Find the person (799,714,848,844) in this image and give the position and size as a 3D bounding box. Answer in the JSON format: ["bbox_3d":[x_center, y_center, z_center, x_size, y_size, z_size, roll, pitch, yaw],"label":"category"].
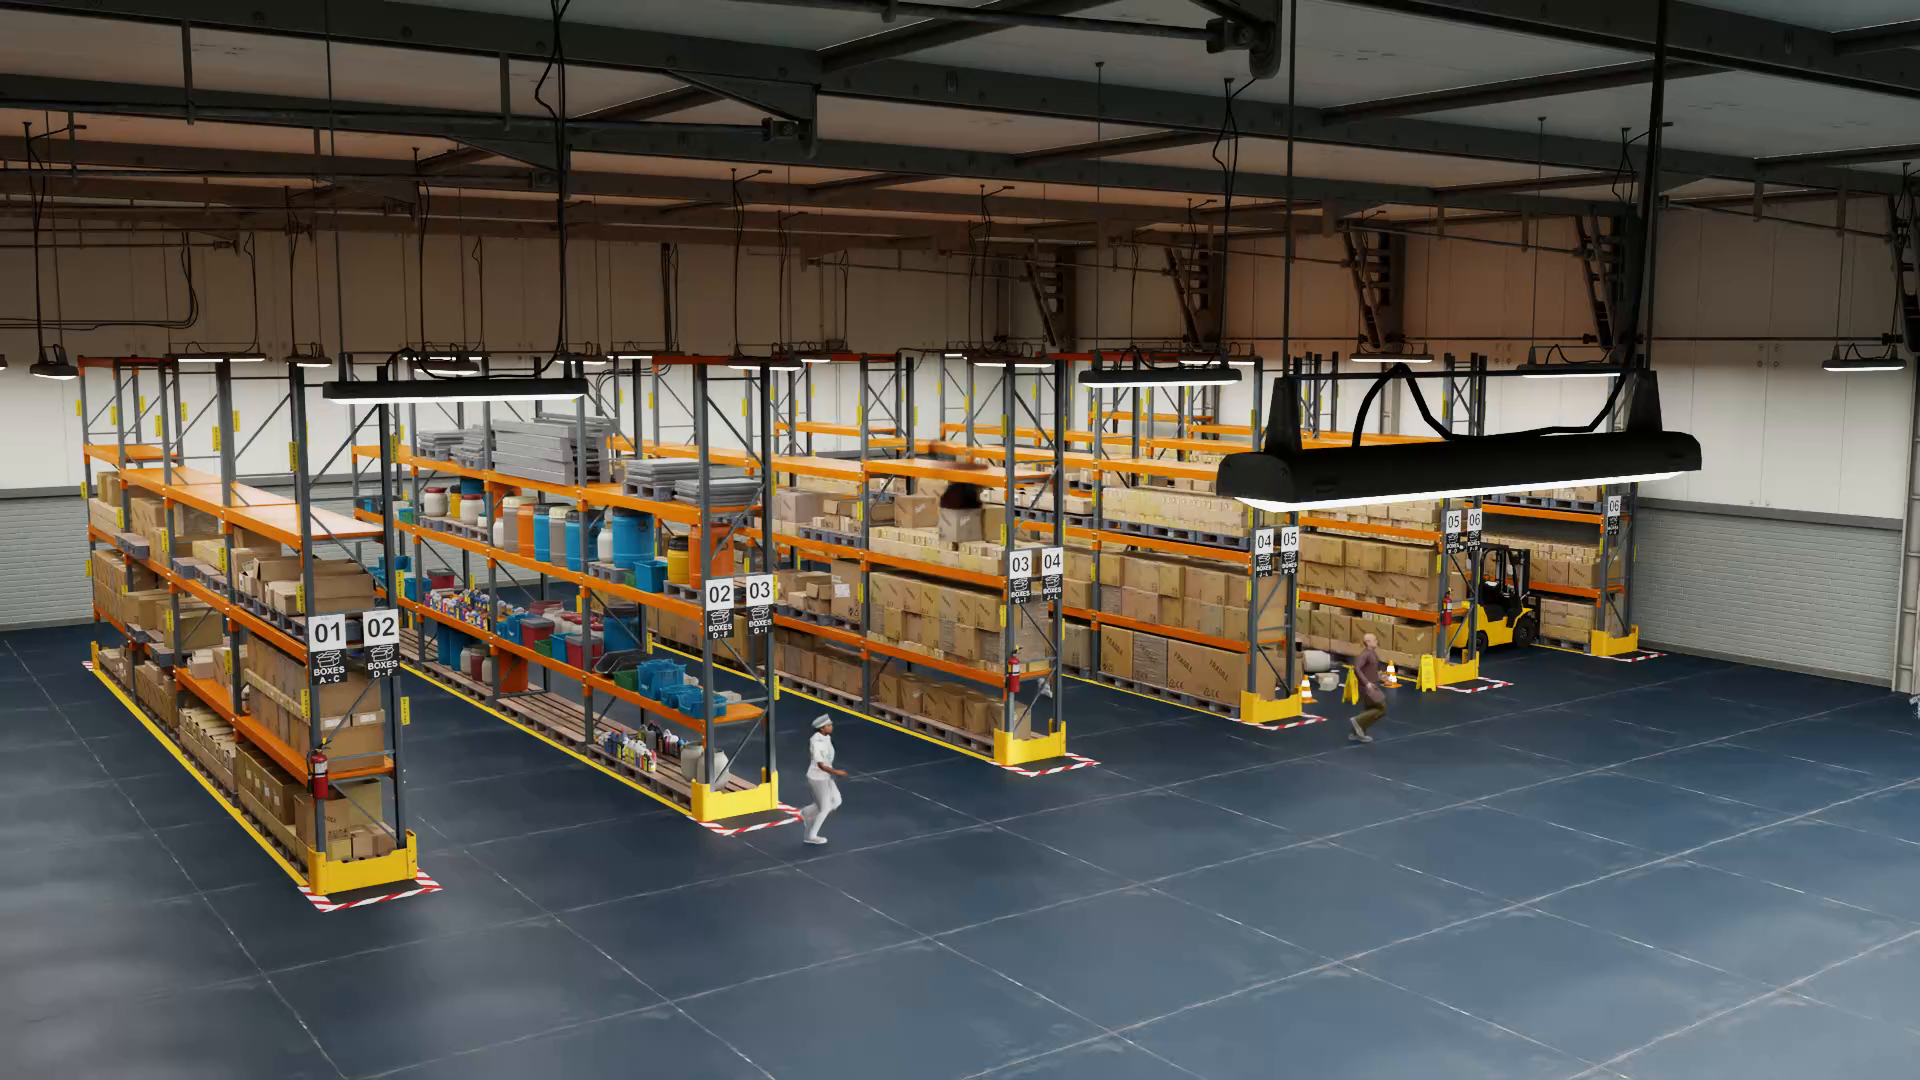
[{"bbox_3d":[-1.719,2.985,20.955,0.630,1.650,0.603,0,7,0],"label":"person"}]

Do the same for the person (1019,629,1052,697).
[{"bbox_3d":[1.289,1.868,29.355,0.995,1.777,0.708,5,9,38],"label":"person"}]

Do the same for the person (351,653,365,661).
[{"bbox_3d":[-10.289,2.123,28.278,0.559,1.598,0.575,6,9,41],"label":"person"}]

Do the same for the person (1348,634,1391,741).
[{"bbox_3d":[6.441,2.322,26.108,0.632,1.719,0.664,2,7,17],"label":"person"}]
